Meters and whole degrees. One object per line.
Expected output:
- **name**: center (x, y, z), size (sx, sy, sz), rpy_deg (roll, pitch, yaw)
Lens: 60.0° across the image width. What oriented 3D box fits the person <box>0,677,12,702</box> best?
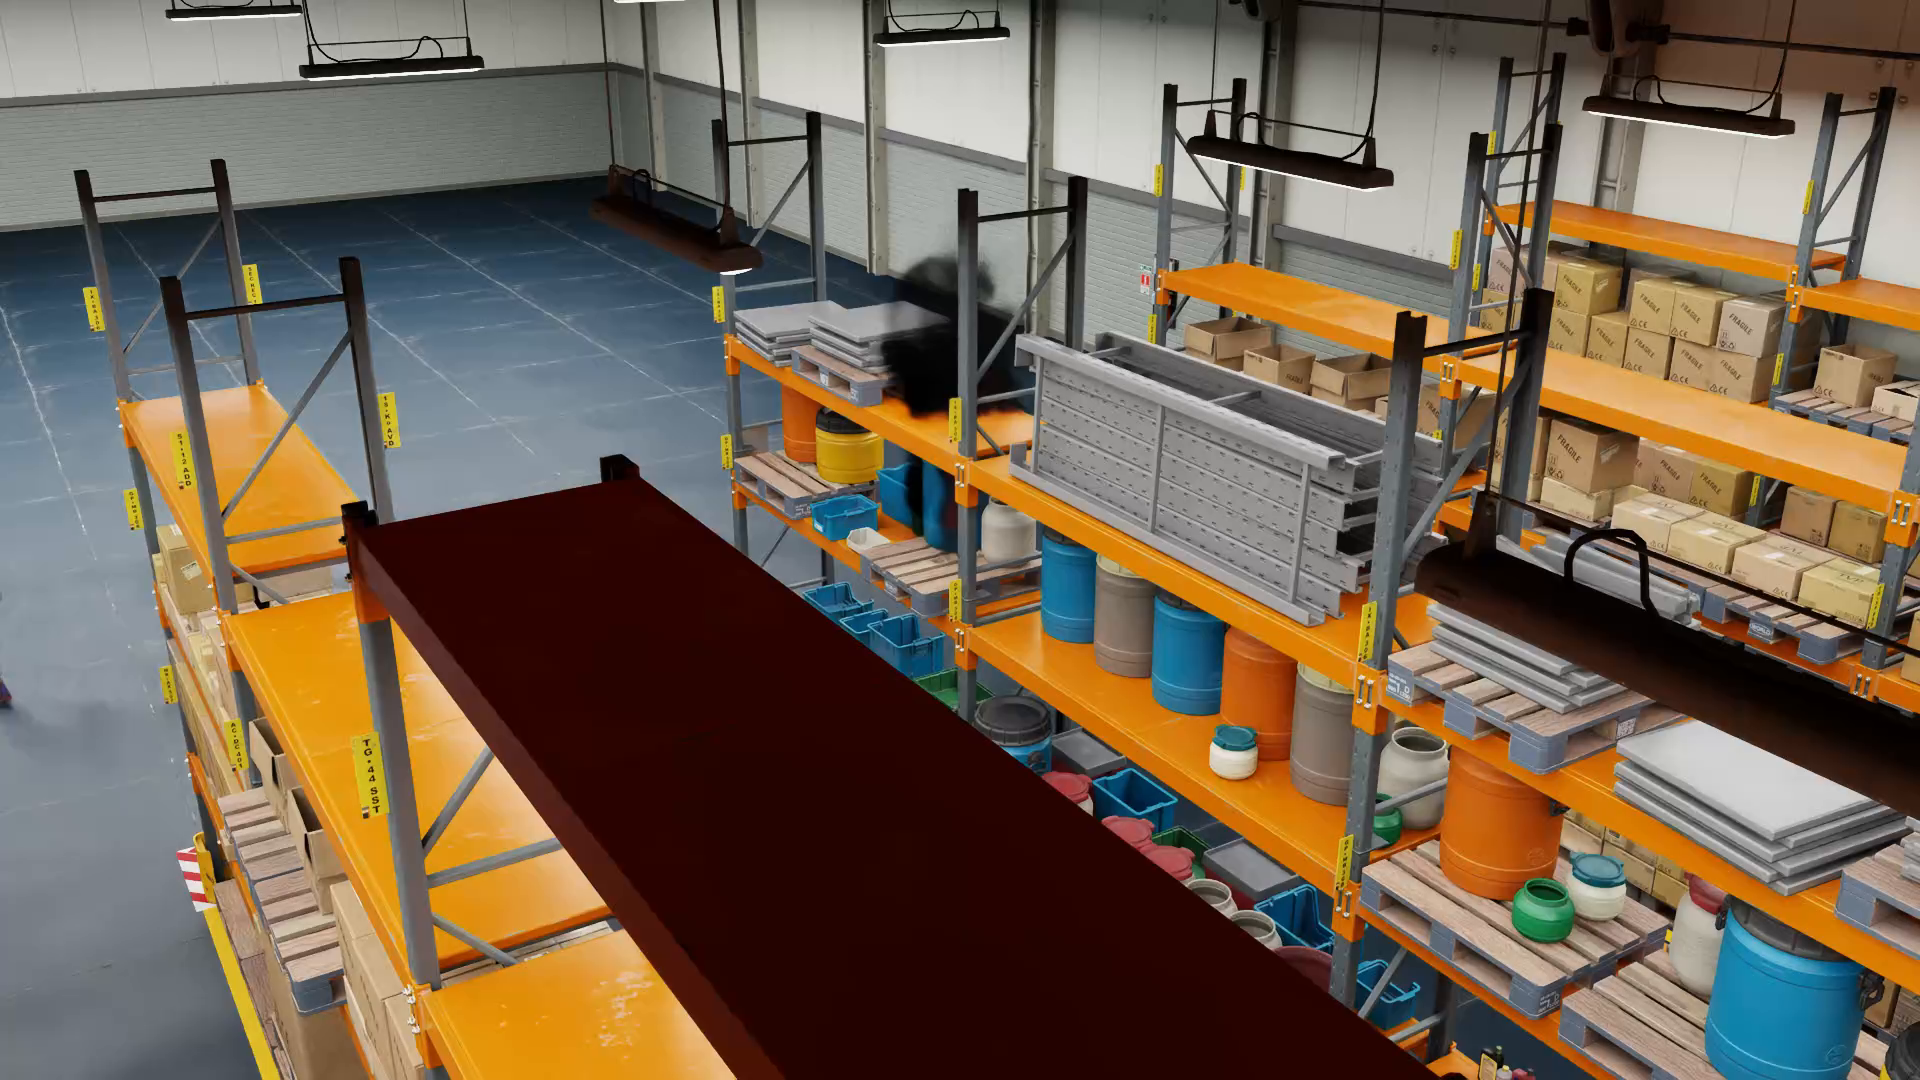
- **person**: center (-10.070, 0.950, 16.832), size (0.604, 1.641, 0.667), rpy_deg (0, 22, 0)
